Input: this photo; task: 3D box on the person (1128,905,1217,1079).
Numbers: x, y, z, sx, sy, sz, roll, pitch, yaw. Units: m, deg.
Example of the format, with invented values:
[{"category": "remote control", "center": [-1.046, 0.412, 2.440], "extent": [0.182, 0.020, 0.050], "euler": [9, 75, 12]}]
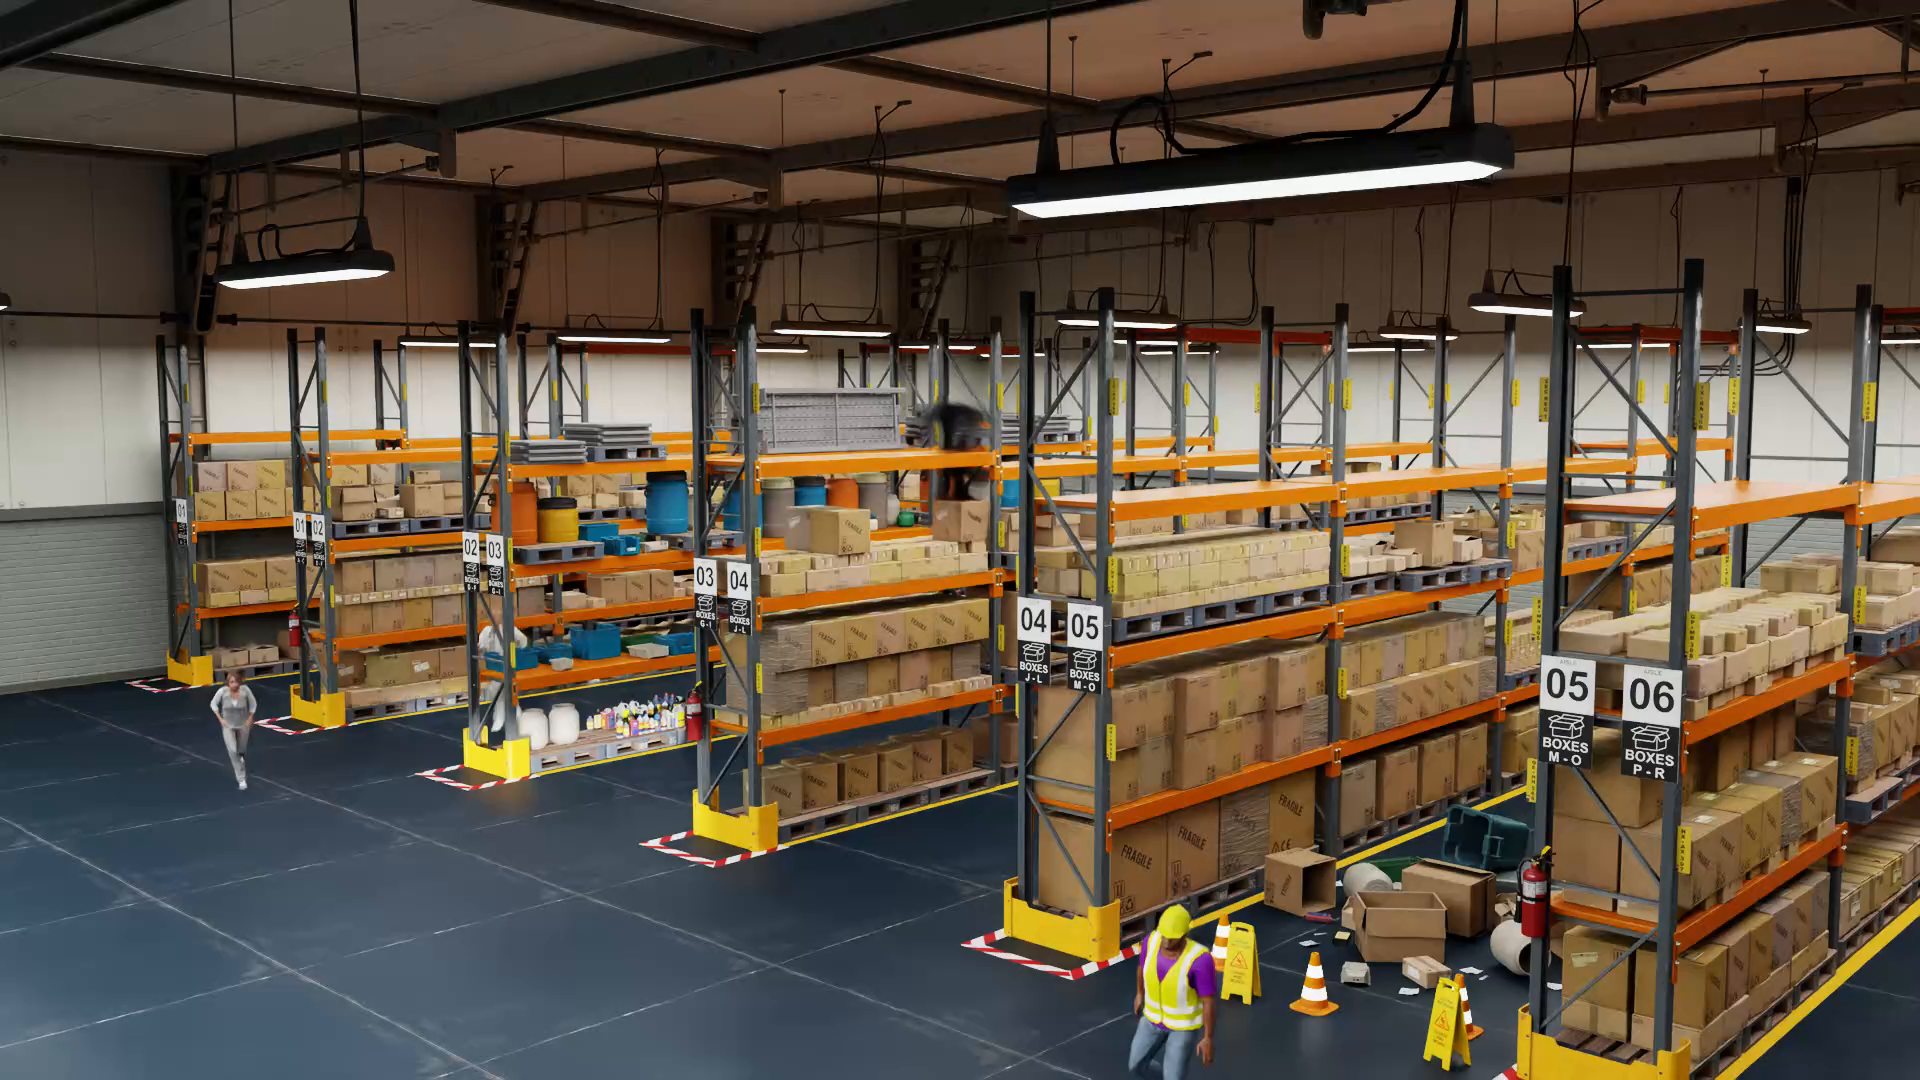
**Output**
[{"category": "person", "center": [1.447, 3.250, 11.358], "extent": [0.834, 1.685, 0.688], "euler": [4, 7, 38]}]

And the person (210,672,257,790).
[{"category": "person", "center": [-9.340, 2.416, 21.422], "extent": [0.539, 1.549, 0.826], "euler": [-2, 6, -19]}]

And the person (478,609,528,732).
[{"category": "person", "center": [-6.912, 1.944, 24.927], "extent": [0.643, 1.830, 0.911], "euler": [3, 6, 32]}]
